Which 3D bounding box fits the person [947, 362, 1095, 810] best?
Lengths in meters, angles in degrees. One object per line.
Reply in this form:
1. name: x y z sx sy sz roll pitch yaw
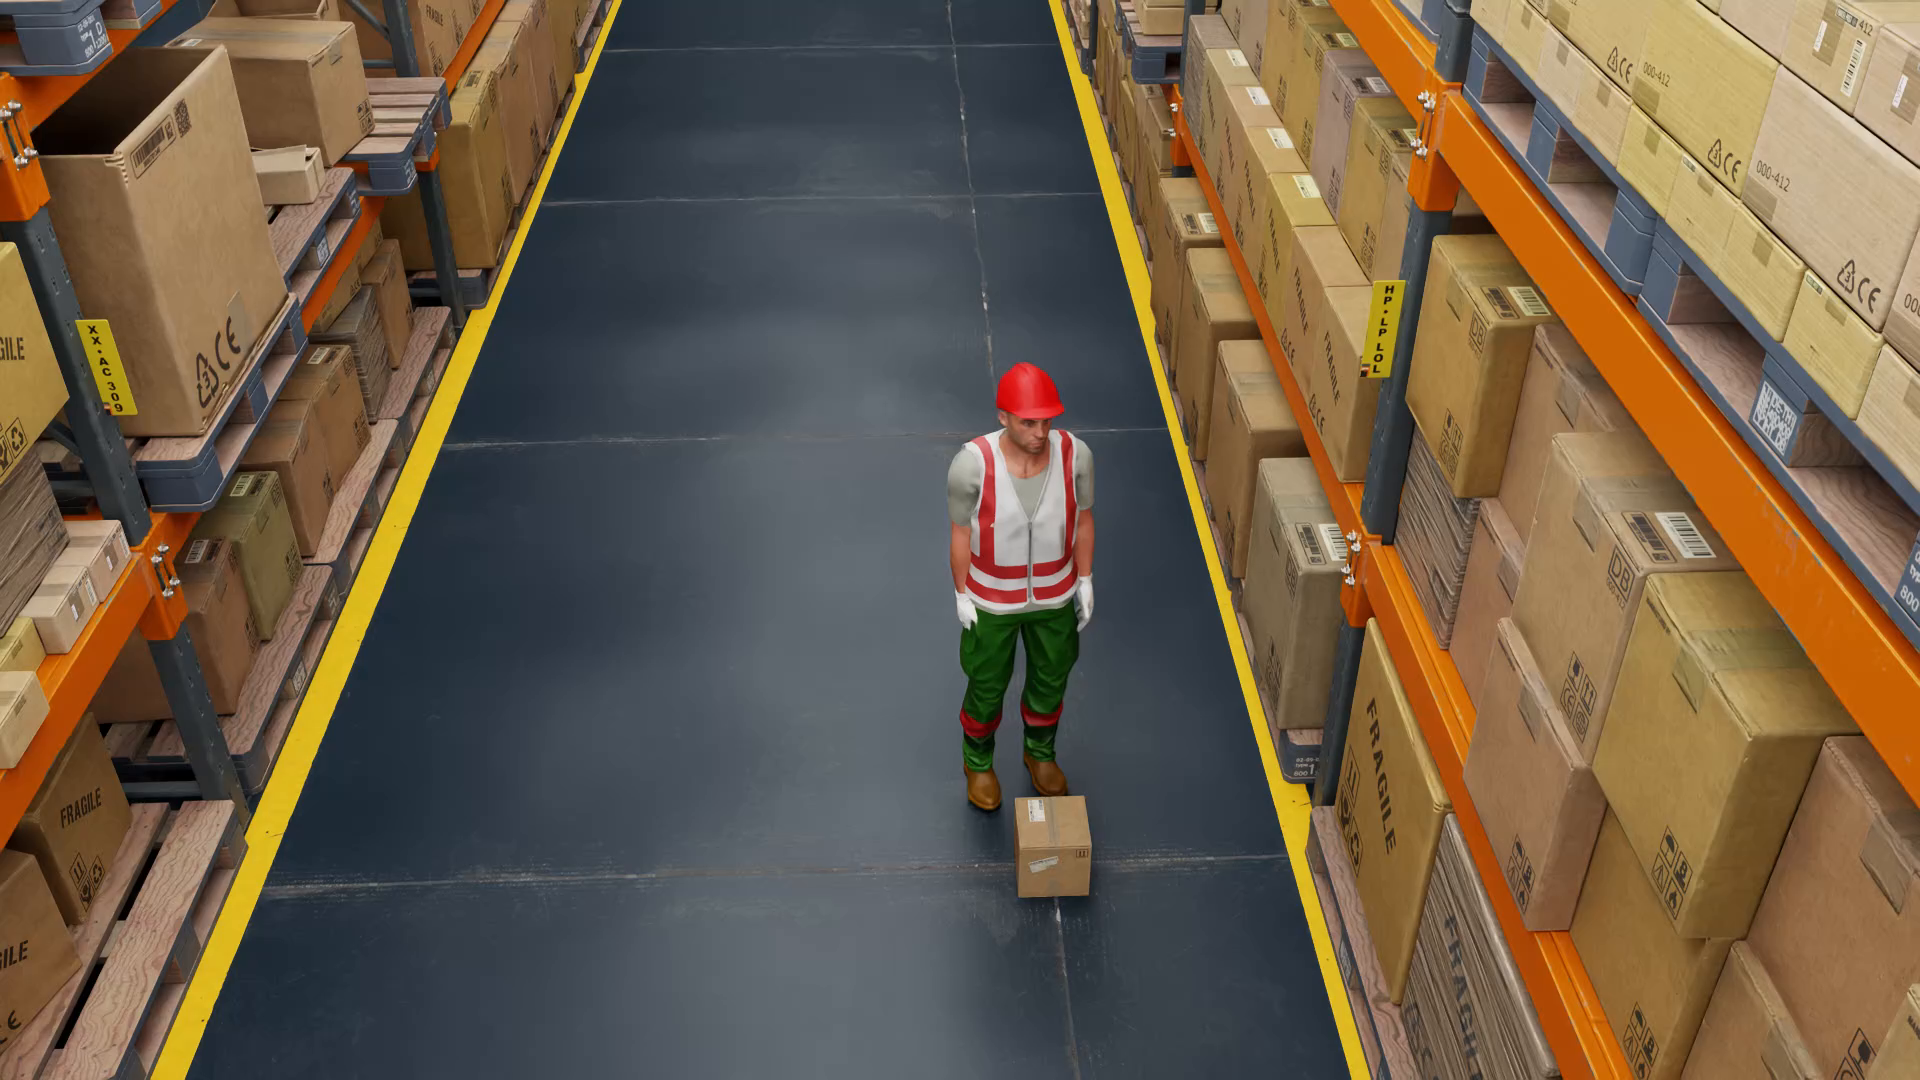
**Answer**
1. person: 0.220 0.182 5.864 0.524 1.785 0.335 -8 36 -11
